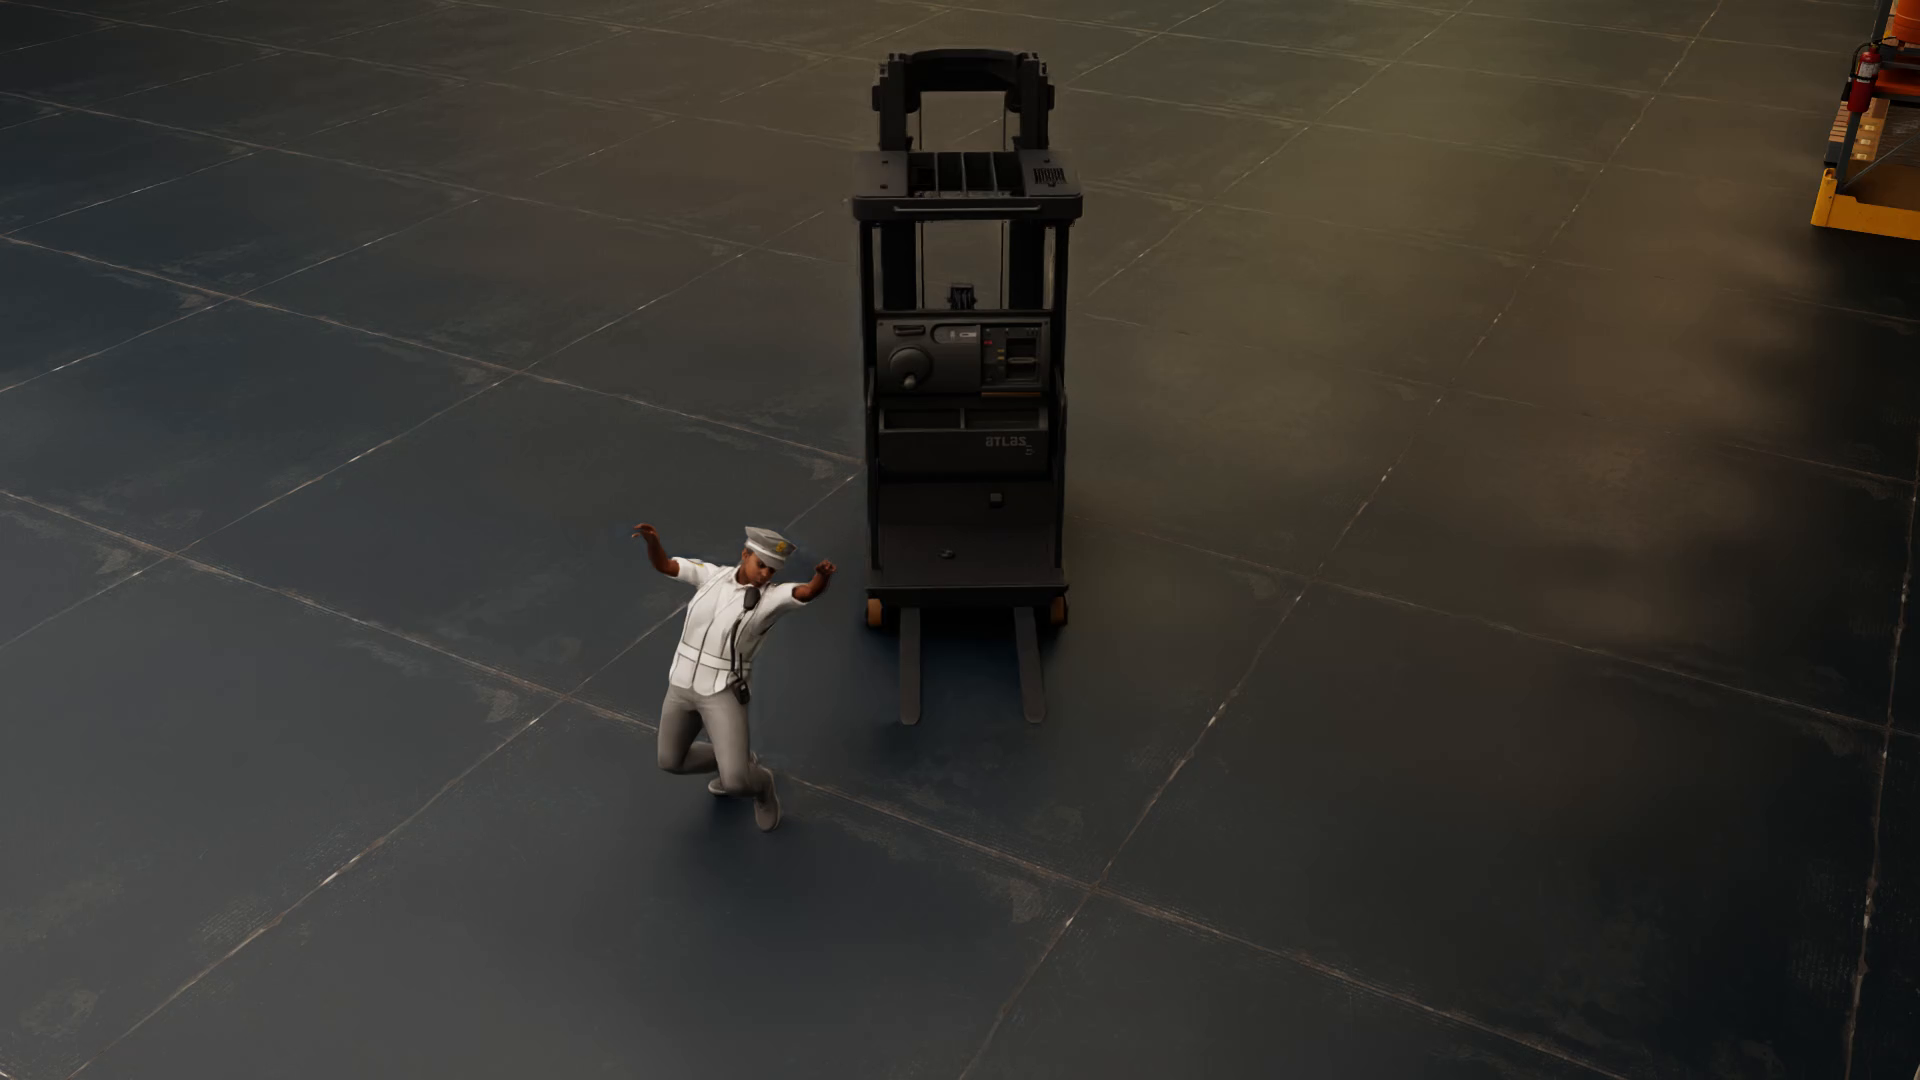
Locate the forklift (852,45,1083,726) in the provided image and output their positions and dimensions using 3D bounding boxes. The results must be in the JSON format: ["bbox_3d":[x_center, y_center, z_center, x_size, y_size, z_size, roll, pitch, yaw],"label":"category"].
[{"bbox_3d":[0.027,-0.946,8.711,1.130,2.935,3.031,-1,30,-1],"label":"forklift"}]

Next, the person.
[{"bbox_3d":[-0.926,0.600,7.407,0.932,1.589,0.795,16,34,26],"label":"person"}]
